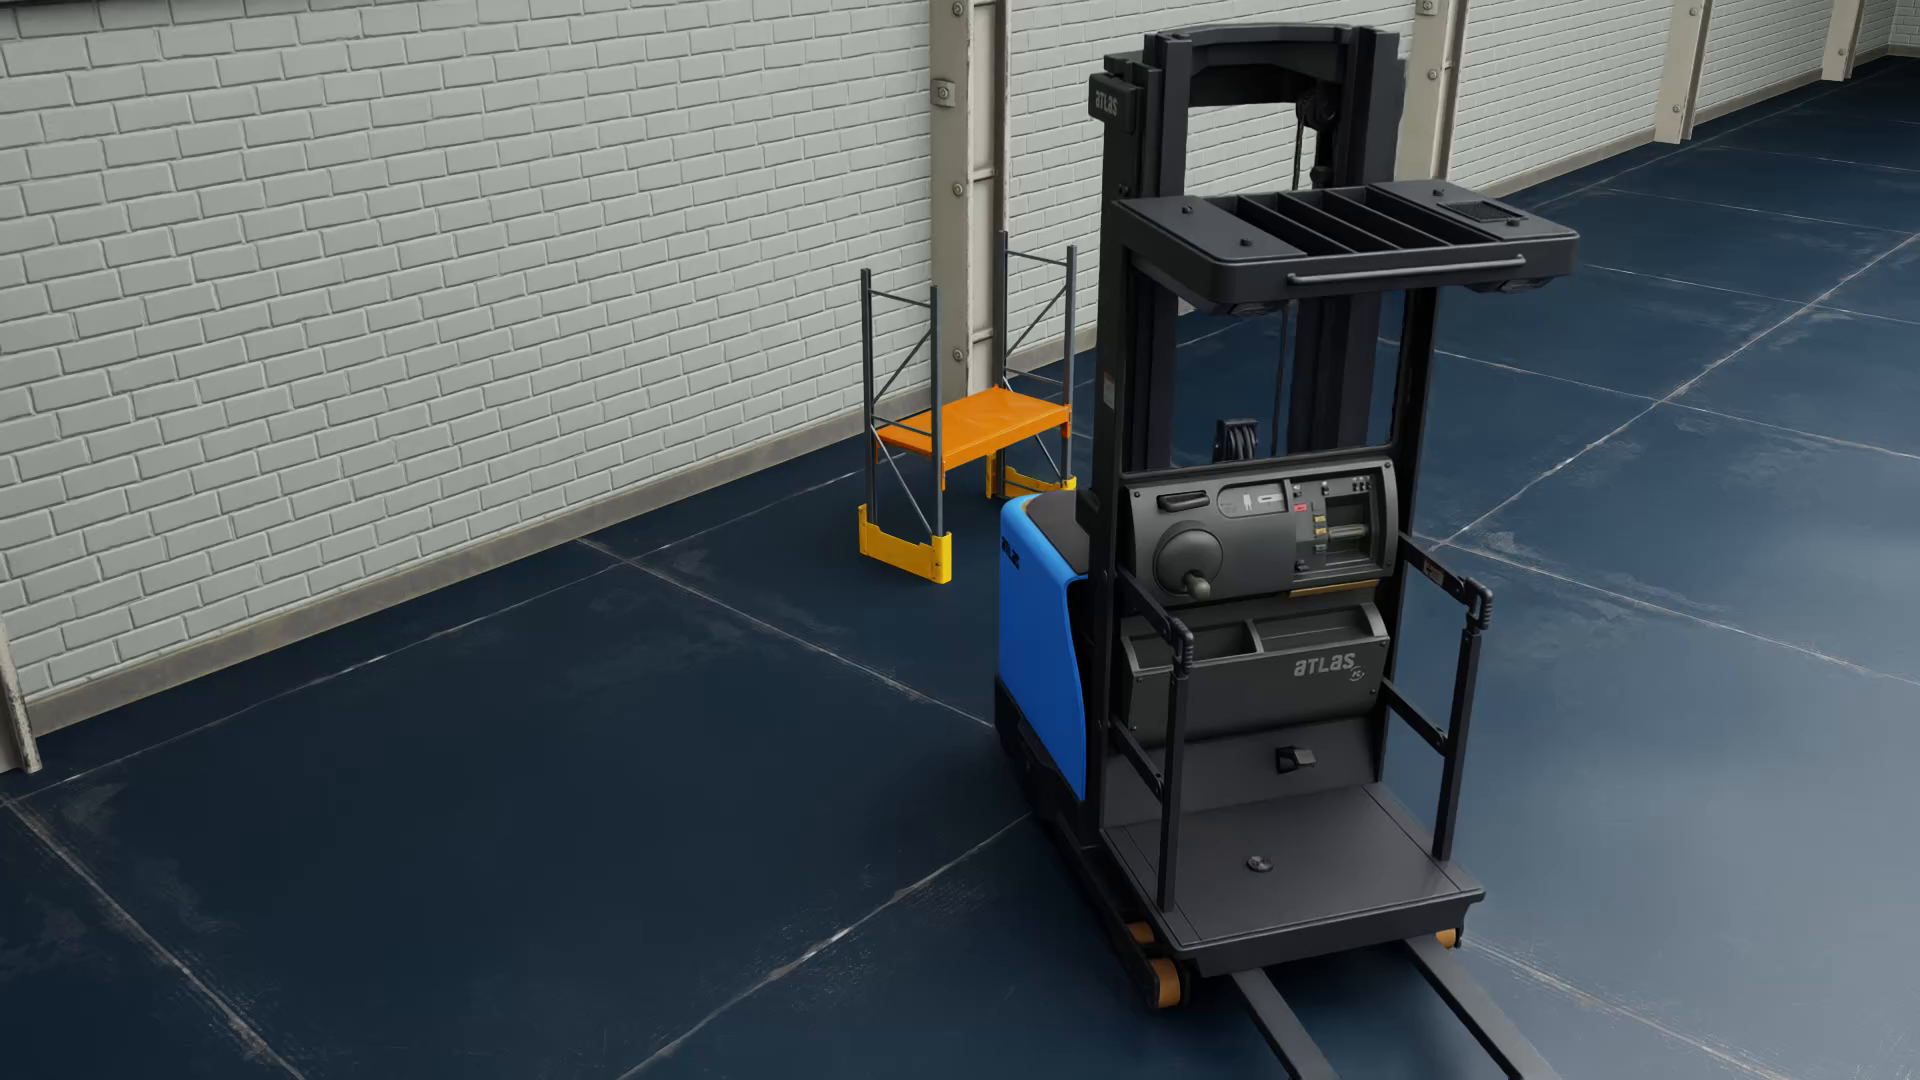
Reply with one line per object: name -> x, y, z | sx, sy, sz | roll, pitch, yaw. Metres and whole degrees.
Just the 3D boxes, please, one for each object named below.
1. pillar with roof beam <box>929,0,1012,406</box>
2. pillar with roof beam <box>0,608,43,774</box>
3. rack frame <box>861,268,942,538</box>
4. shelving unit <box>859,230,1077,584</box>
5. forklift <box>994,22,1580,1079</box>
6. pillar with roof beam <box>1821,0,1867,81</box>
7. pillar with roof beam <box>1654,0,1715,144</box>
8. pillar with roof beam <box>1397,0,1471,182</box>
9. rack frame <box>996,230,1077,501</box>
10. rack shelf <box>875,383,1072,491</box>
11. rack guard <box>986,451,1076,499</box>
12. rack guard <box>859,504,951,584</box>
pillar with roof beam -> 3.270, -3.820, 6.271 | 9.100, 9.000, 0.400 | 20, 31, 38
pillar with roof beam -> -0.735, -1.992, 2.194 | 9.100, 9.000, 0.400 | 20, 31, 38
rack frame -> -0.282, -0.555, 8.156 | 0.500, 1.500, 0.032 | 20, 31, 38
shelving unit -> 0.051, -0.708, 8.495 | 0.587, 1.500, 1.083 | 20, 31, 38
forklift -> 1.048, -0.005, 5.178 | 1.130, 2.935, 3.031 | -7, 25, -15
pillar with roof beam -> 15.283, -9.304, 18.502 | 9.100, 9.000, 0.400 | 20, 31, 38
pillar with roof beam -> 11.279, -7.476, 14.425 | 9.100, 9.000, 0.400 | 20, 31, 38
pillar with roof beam -> 7.274, -5.648, 10.348 | 9.100, 9.000, 0.400 | 20, 31, 38
rack frame -> 0.396, -0.865, 8.847 | 0.500, 1.500, 0.032 | 20, 31, 38
rack shelf -> 0.057, -0.546, 8.575 | 0.538, 0.185, 1.000 | 20, 31, 38
rack guard -> 0.383, -0.289, 9.089 | 0.587, 0.250, 0.087 | 20, 31, 38
rack guard -> -0.282, 0.014, 8.412 | 0.587, 0.250, 0.087 | 20, 31, 38
